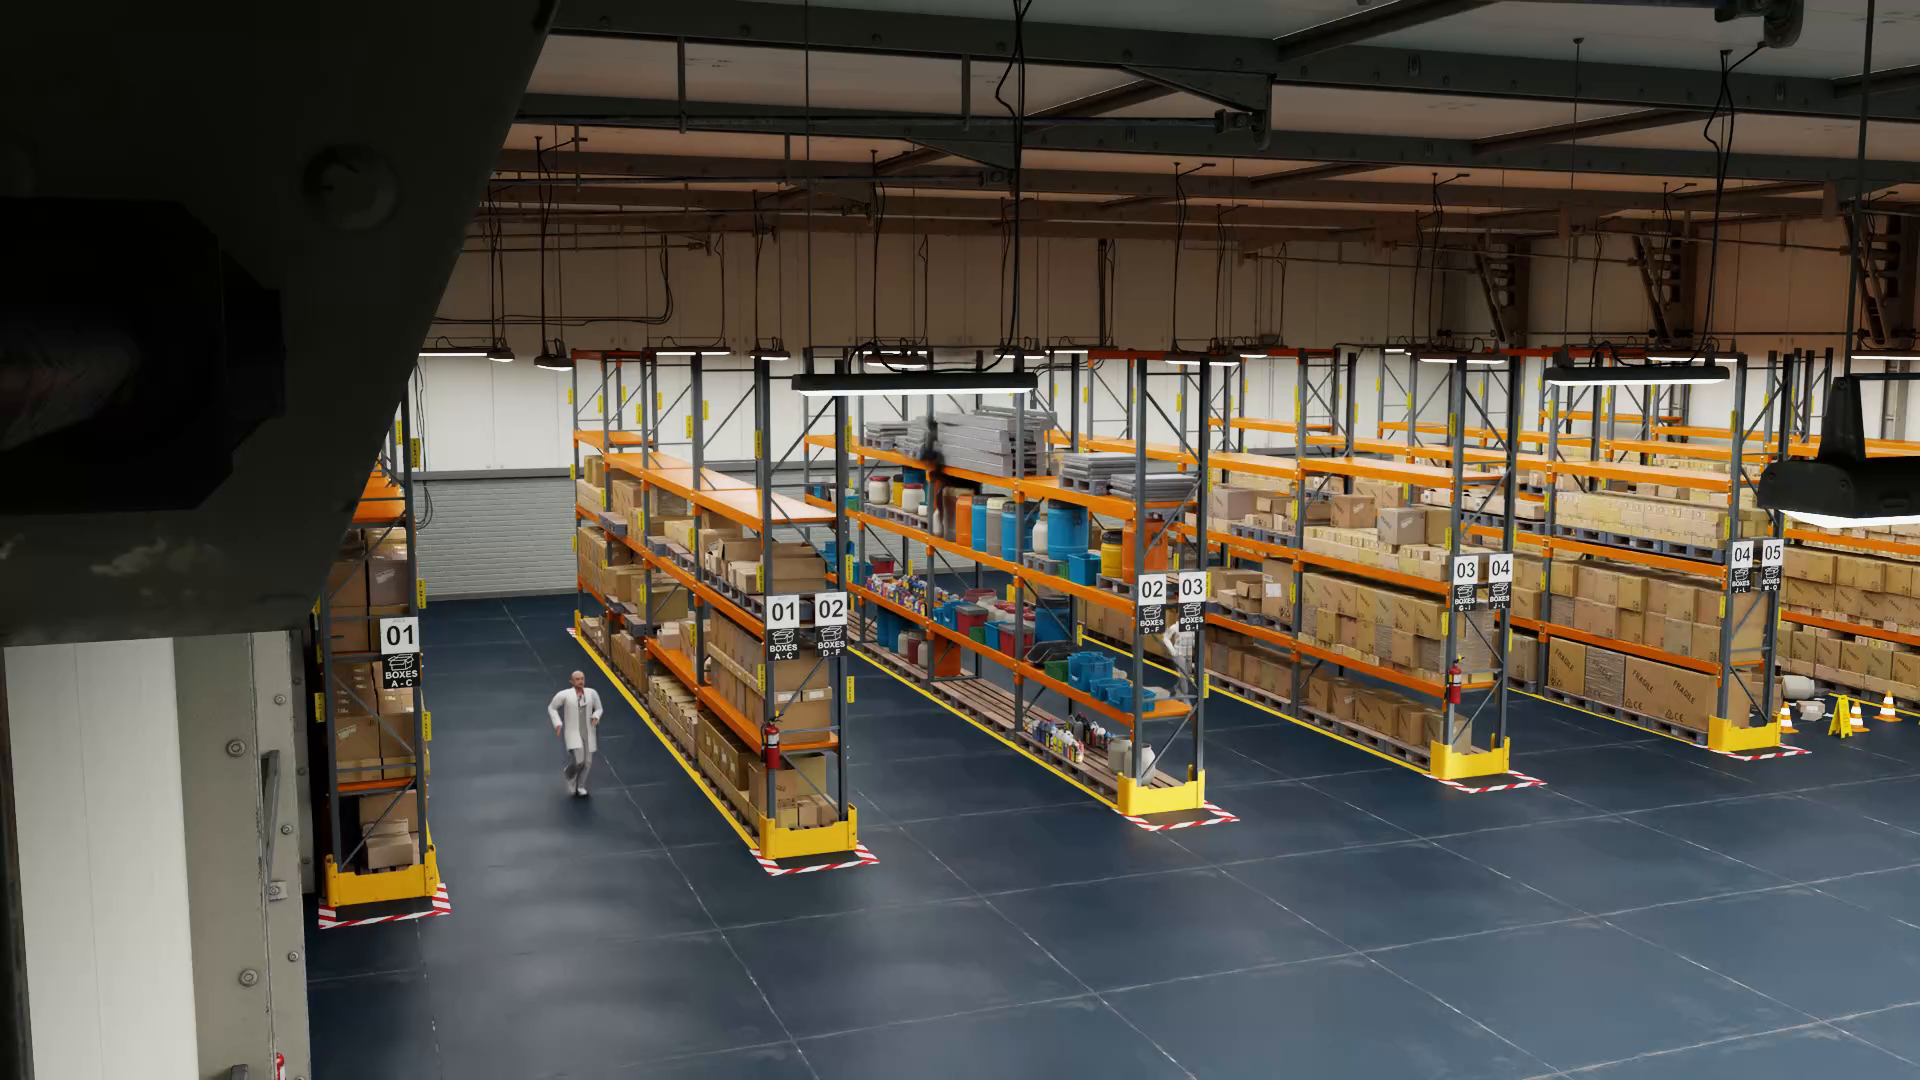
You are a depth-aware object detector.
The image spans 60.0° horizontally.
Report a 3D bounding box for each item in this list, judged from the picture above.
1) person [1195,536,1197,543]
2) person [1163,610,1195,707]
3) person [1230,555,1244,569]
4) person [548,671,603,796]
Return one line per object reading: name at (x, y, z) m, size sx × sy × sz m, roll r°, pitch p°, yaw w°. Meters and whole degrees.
person at (6.065, 0.323, 41.559) m, size 0.671 × 1.726 × 0.703 m, roll 1°, pitch 7°, yaw 10°
person at (3.791, 1.977, 28.361) m, size 0.620 × 1.700 × 0.774 m, roll -3°, pitch 8°, yaw -21°
person at (6.911, 0.253, 41.920) m, size 0.955 × 1.720 × 0.660 m, roll -6°, pitch 9°, yaw -38°
person at (-5.169, 2.650, 22.642) m, size 0.704 × 1.734 × 0.645 m, roll -5°, pitch 9°, yaw -34°
